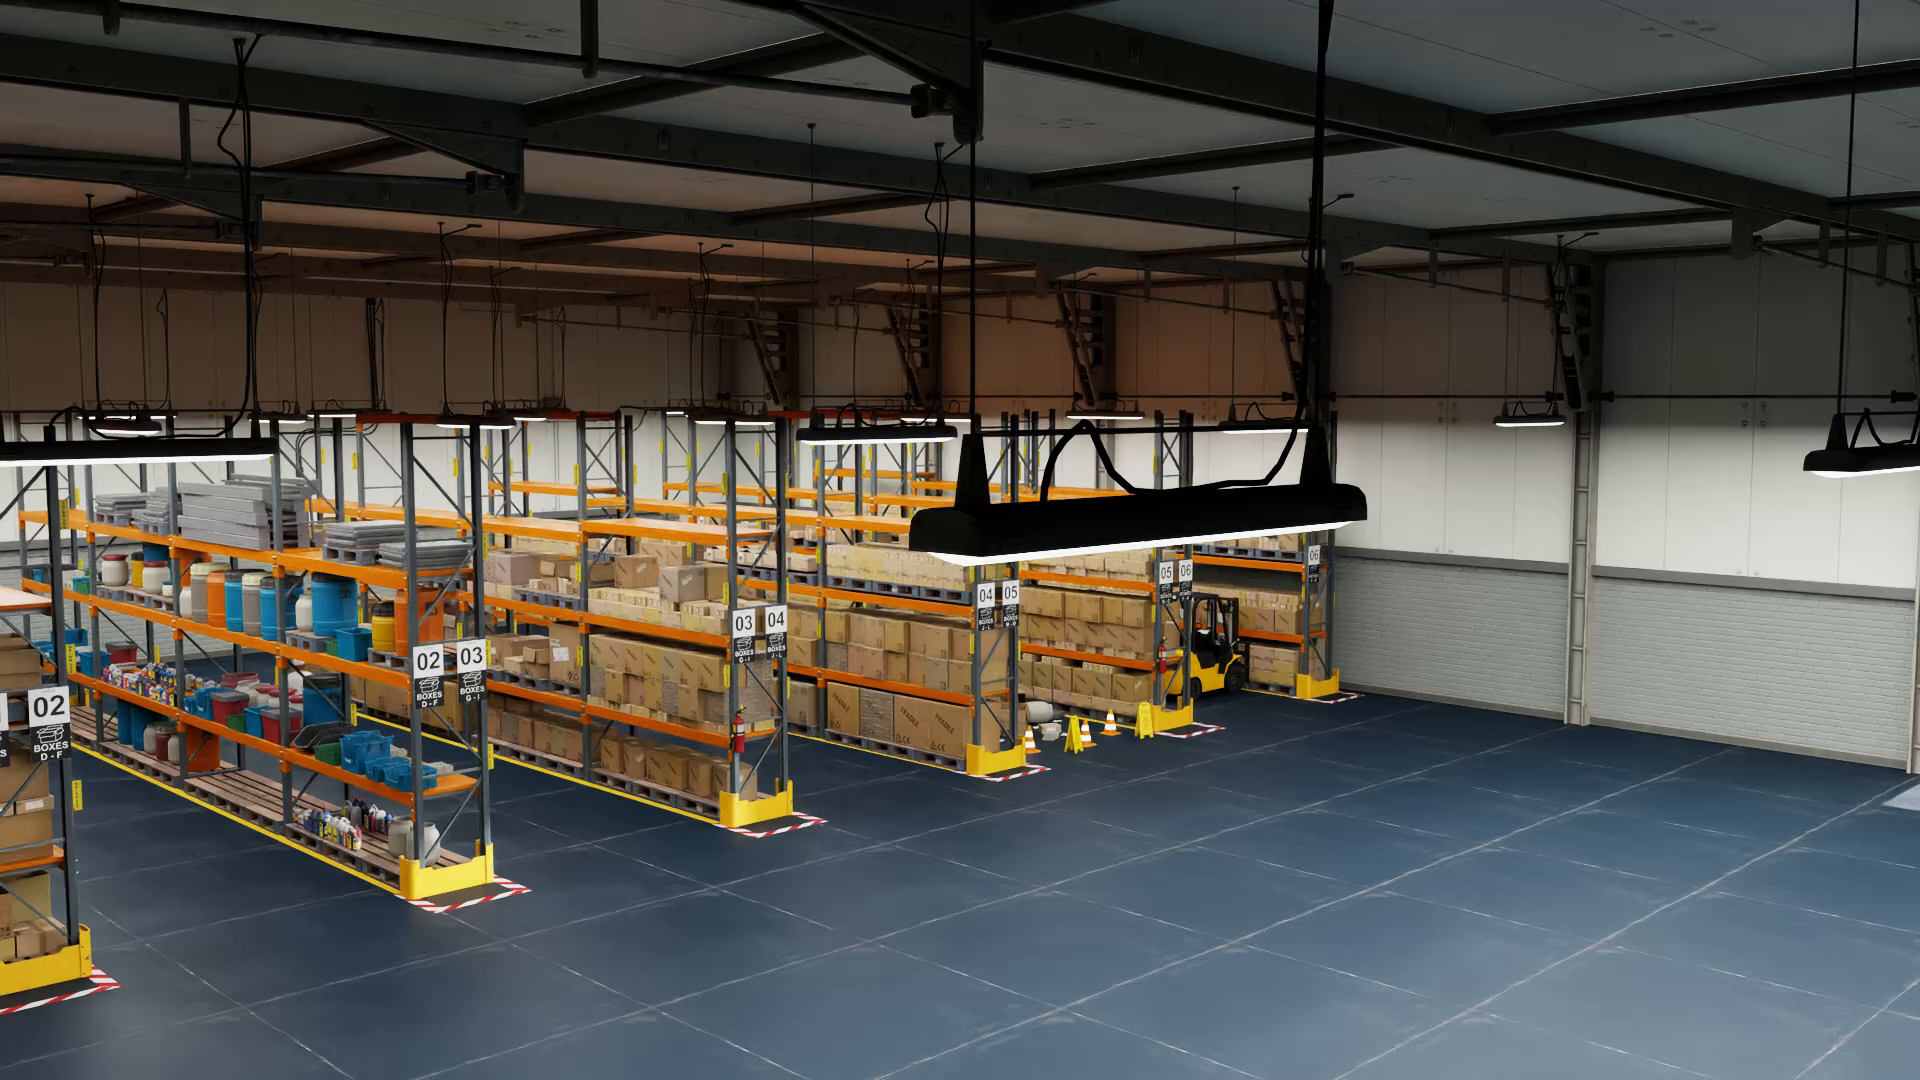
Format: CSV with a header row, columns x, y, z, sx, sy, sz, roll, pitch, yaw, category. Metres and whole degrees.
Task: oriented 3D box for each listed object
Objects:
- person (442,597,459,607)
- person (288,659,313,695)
x,y,z,sx,sy,sz,roll,pitch,yaw,category
-12.413,2.013,40.711,0.564,1.512,1.198,-1,5,-12,person
-11.529,2.913,29.158,0.598,1.744,0.525,-3,6,-28,person
